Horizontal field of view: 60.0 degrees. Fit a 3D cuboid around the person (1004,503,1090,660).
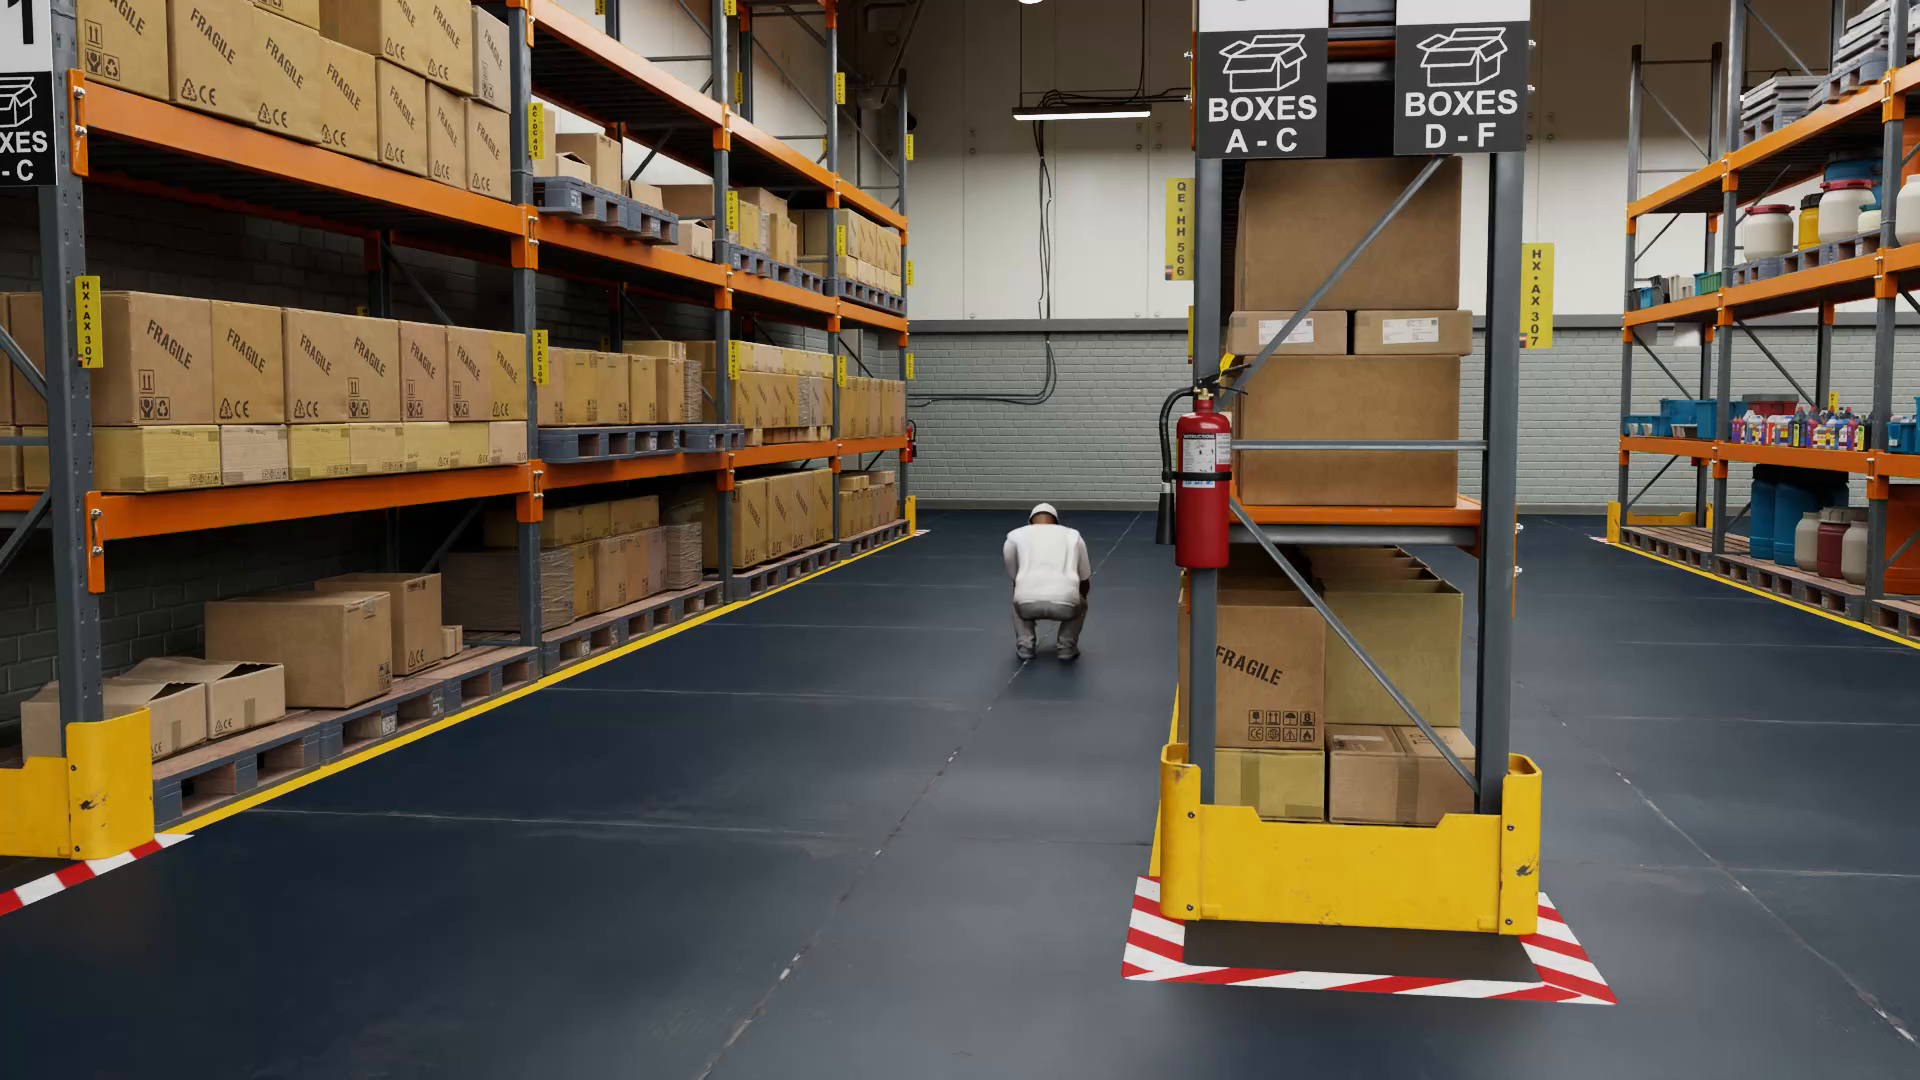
[{"bbox_3d":[0.571,0.265,11.091,0.566,1.002,0.894,1,4,8],"label":"person"}]
